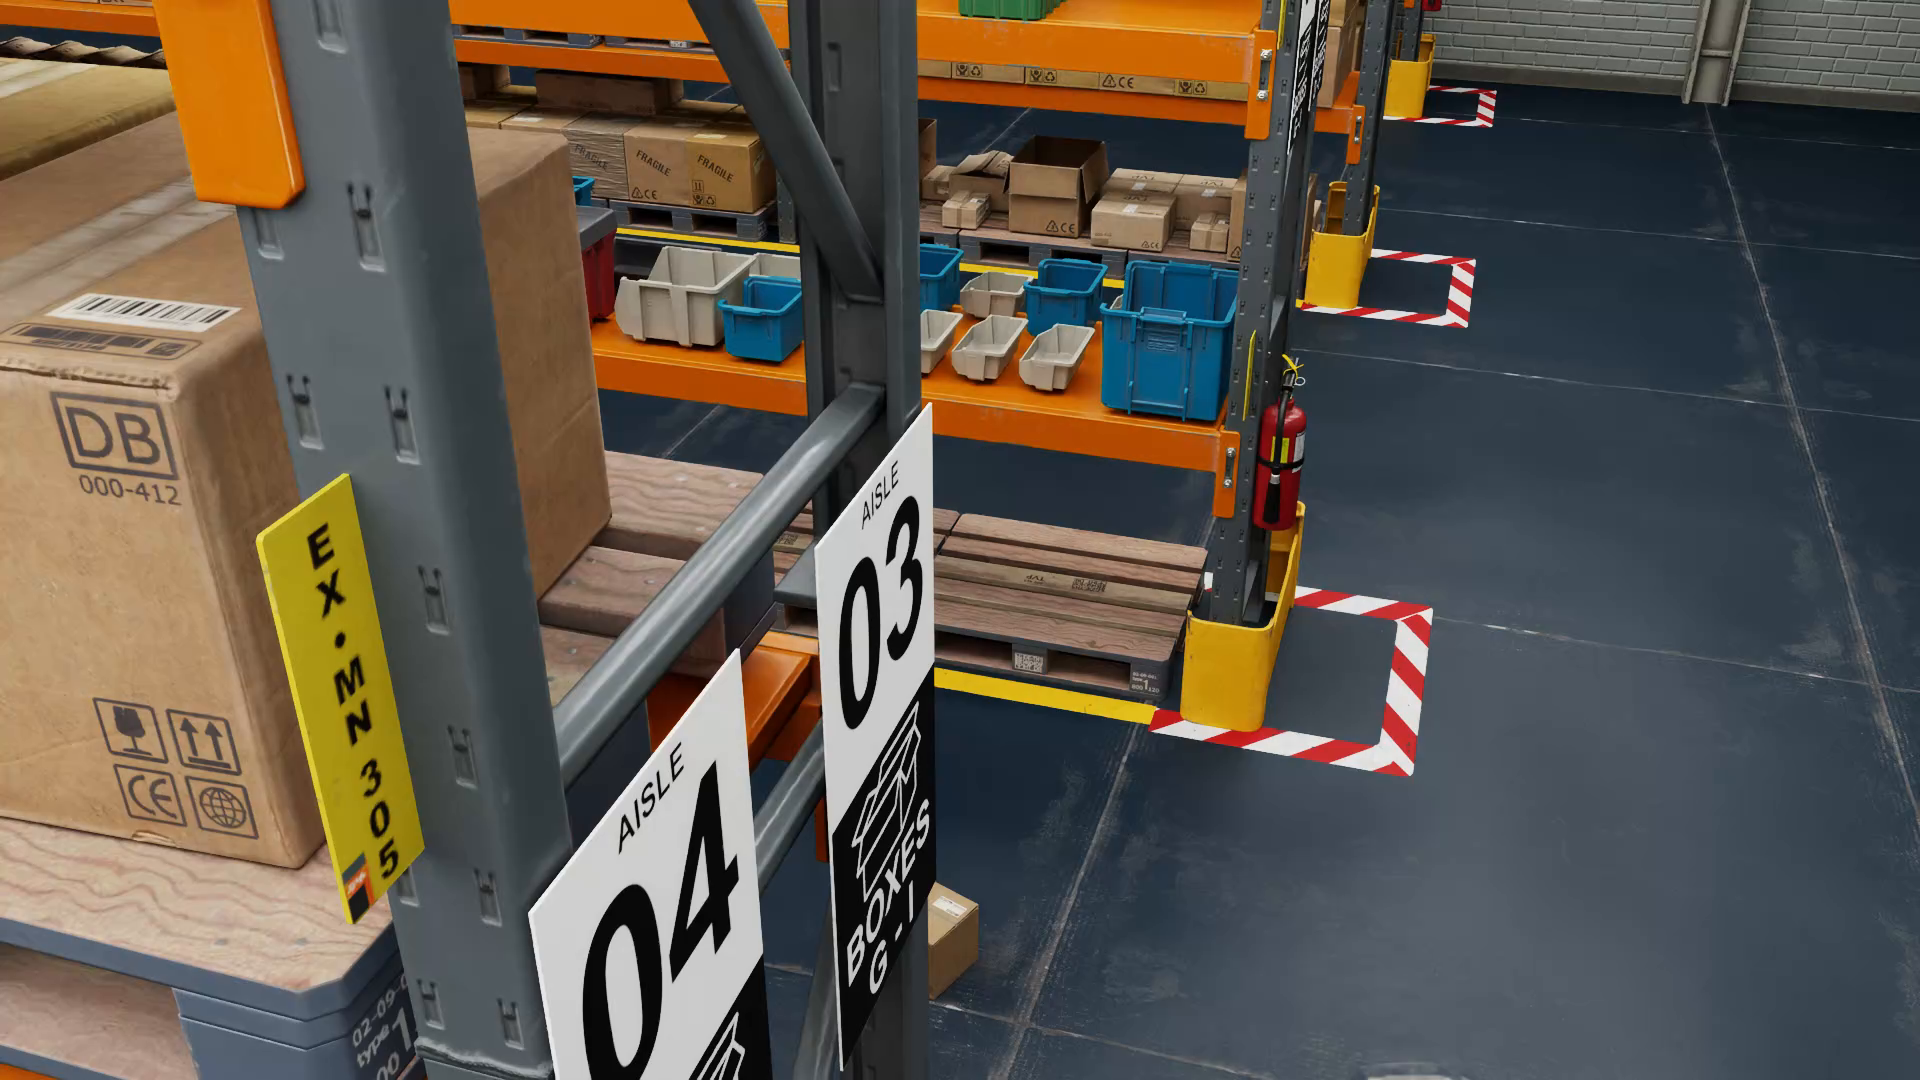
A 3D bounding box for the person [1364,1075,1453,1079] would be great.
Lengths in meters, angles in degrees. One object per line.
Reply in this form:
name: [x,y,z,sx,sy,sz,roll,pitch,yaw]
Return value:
person: [0.928,1.787,3.409,0.486,1.628,0.982,-10,31,-16]
